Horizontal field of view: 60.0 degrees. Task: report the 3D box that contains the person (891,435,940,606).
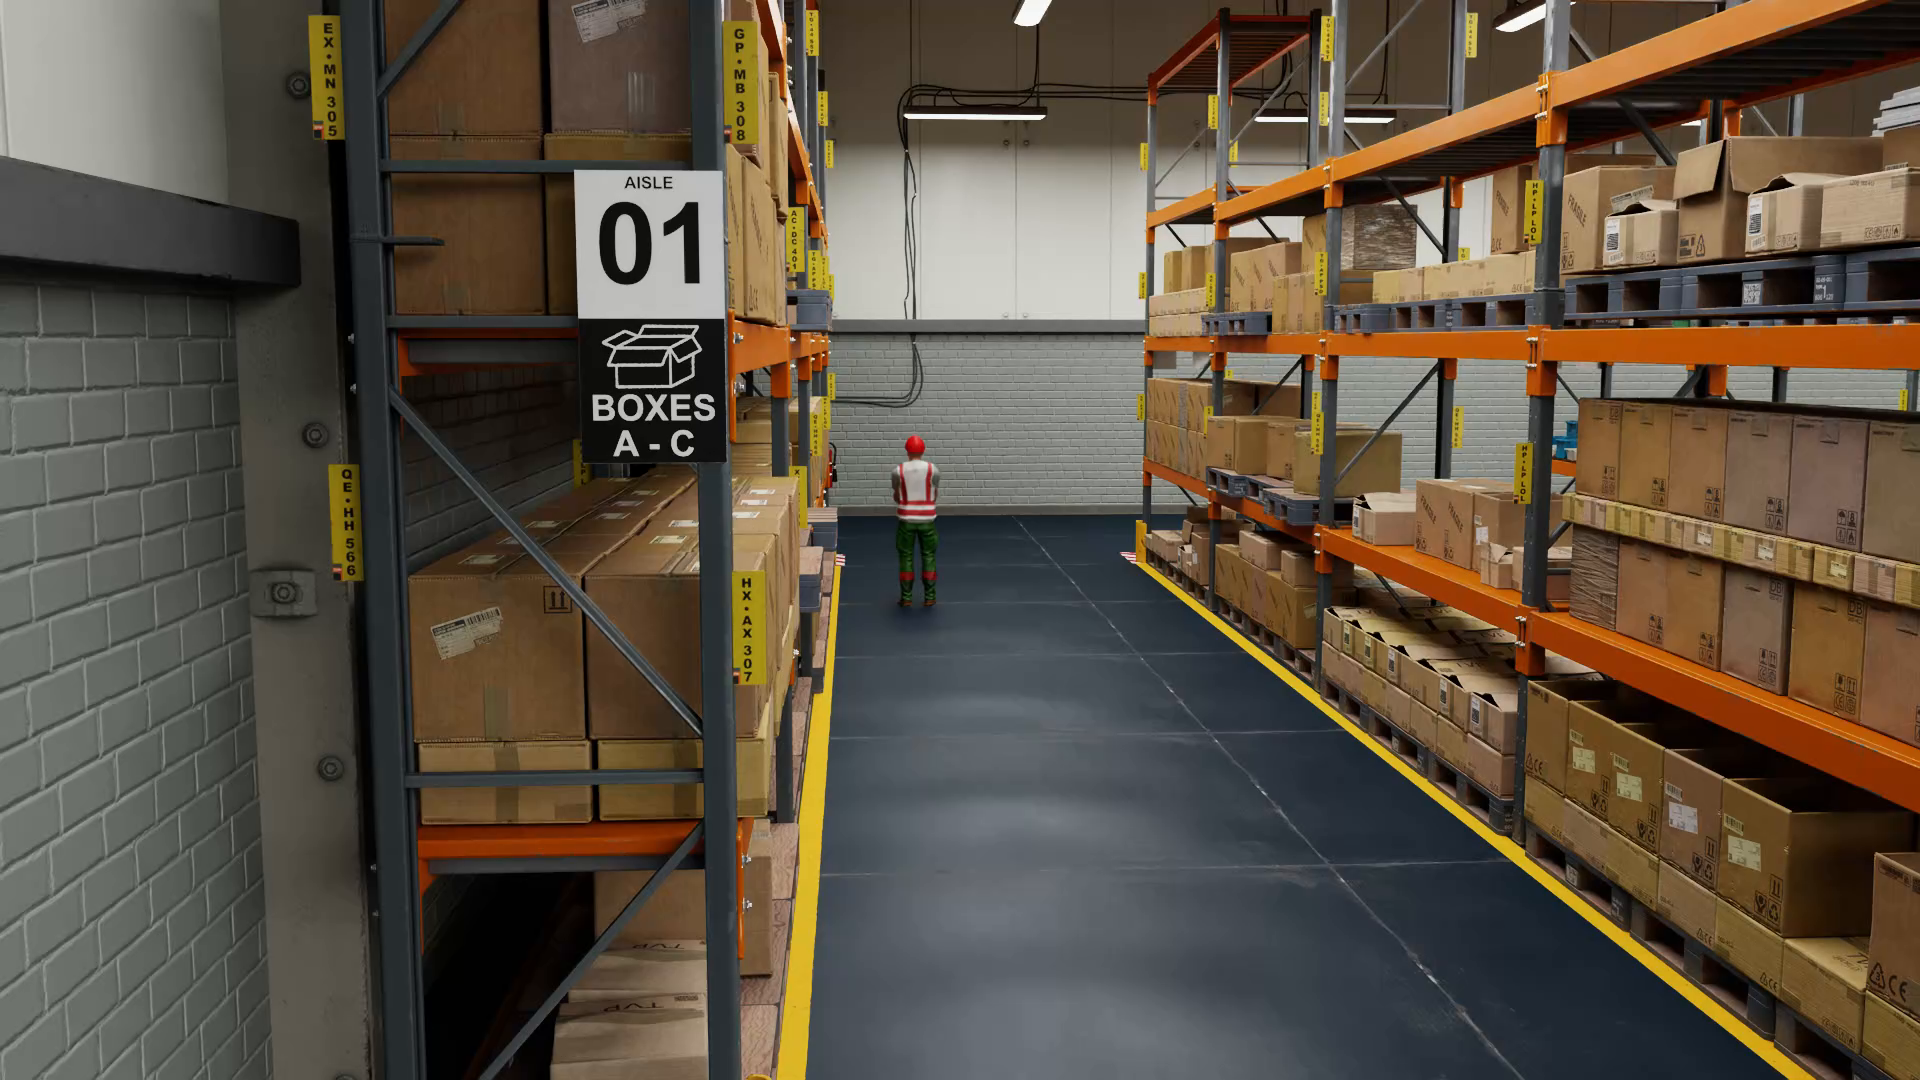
[{"bbox_3d":[-0.465,-0.216,17.446,0.506,1.792,0.556,0,7,-3],"label":"person"}]
